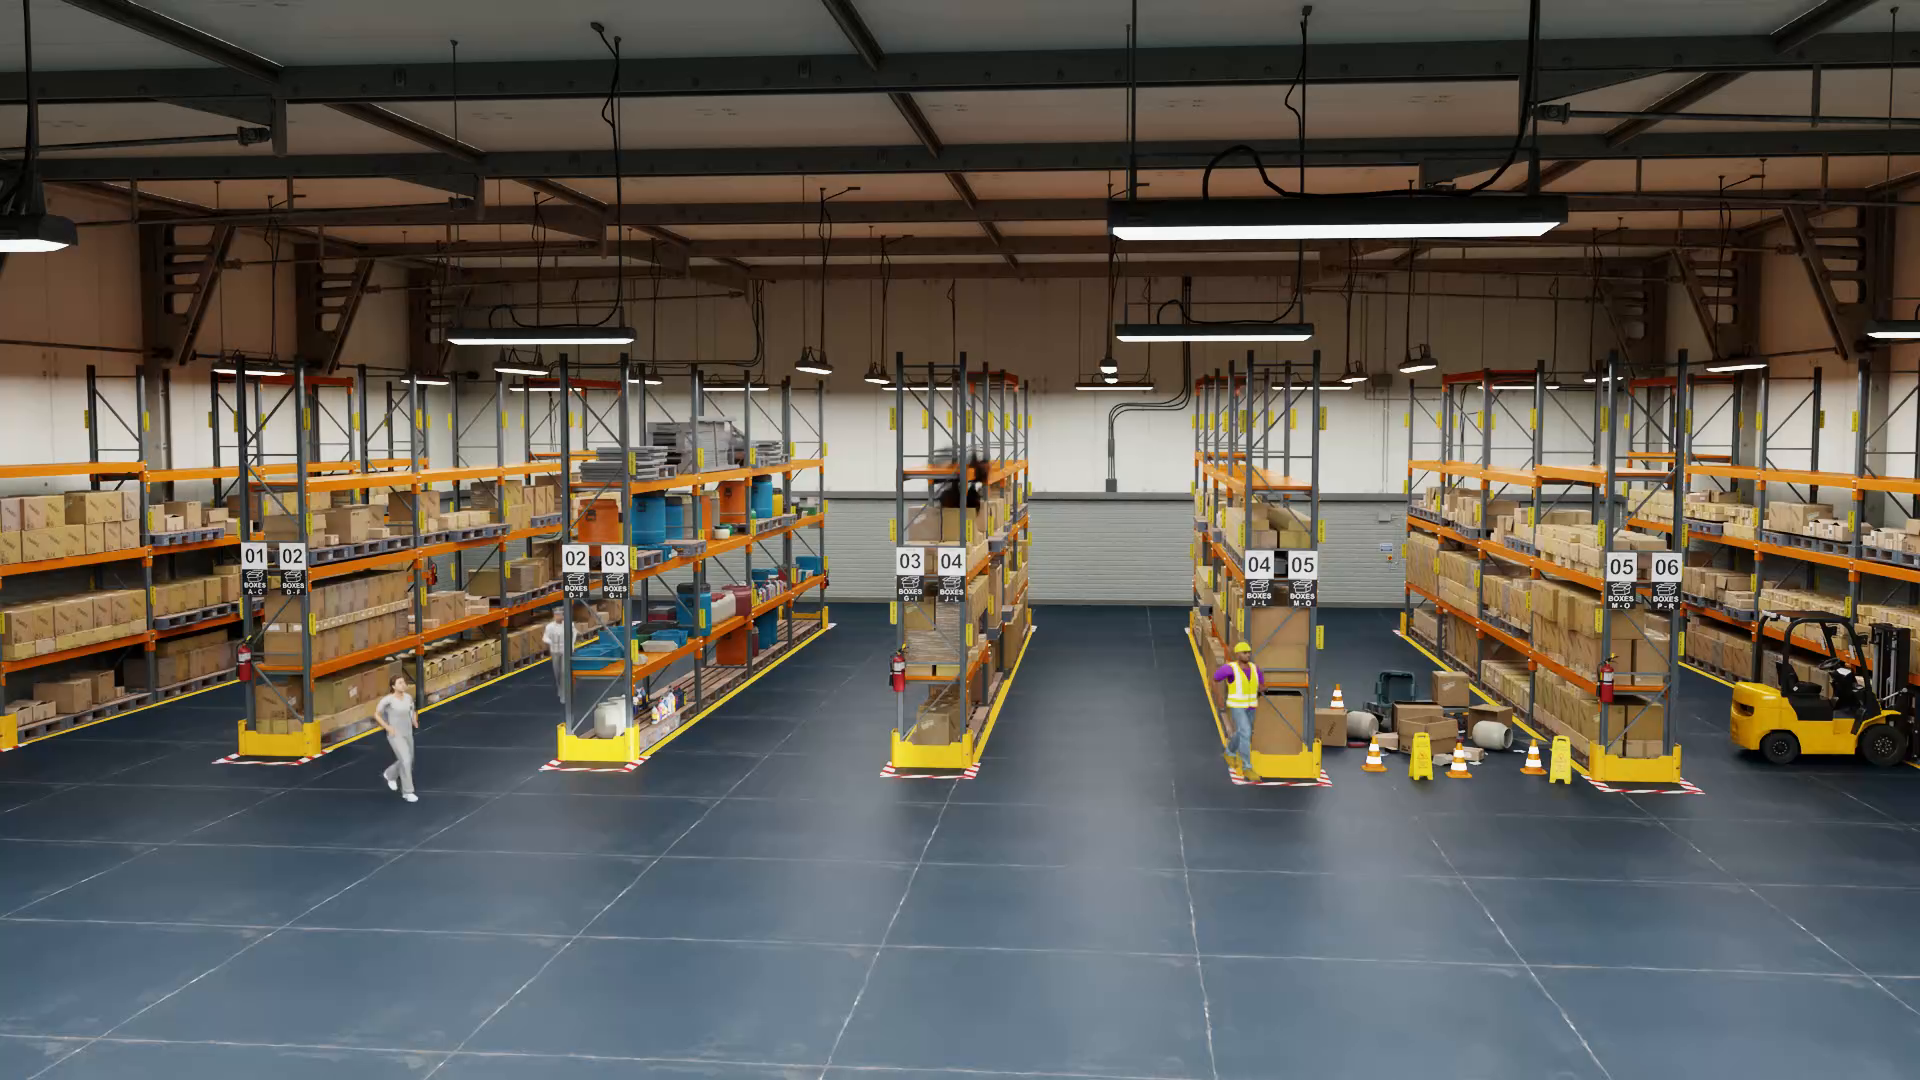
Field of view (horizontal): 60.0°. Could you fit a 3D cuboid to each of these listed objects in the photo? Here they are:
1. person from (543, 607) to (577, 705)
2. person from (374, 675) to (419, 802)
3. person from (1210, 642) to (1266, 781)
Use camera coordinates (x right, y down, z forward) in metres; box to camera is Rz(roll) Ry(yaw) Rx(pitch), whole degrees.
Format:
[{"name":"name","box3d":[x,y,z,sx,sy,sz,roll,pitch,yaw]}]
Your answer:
[{"name":"person","box3d":[-7.169,2.036,29.801,0.562,1.719,0.857,0,4,-3]},{"name":"person","box3d":[-7.468,2.609,22.068,0.760,1.663,0.573,3,5,34]},{"name":"person","box3d":[3.785,2.253,22.269,0.689,1.780,0.924,-2,5,-30]}]
